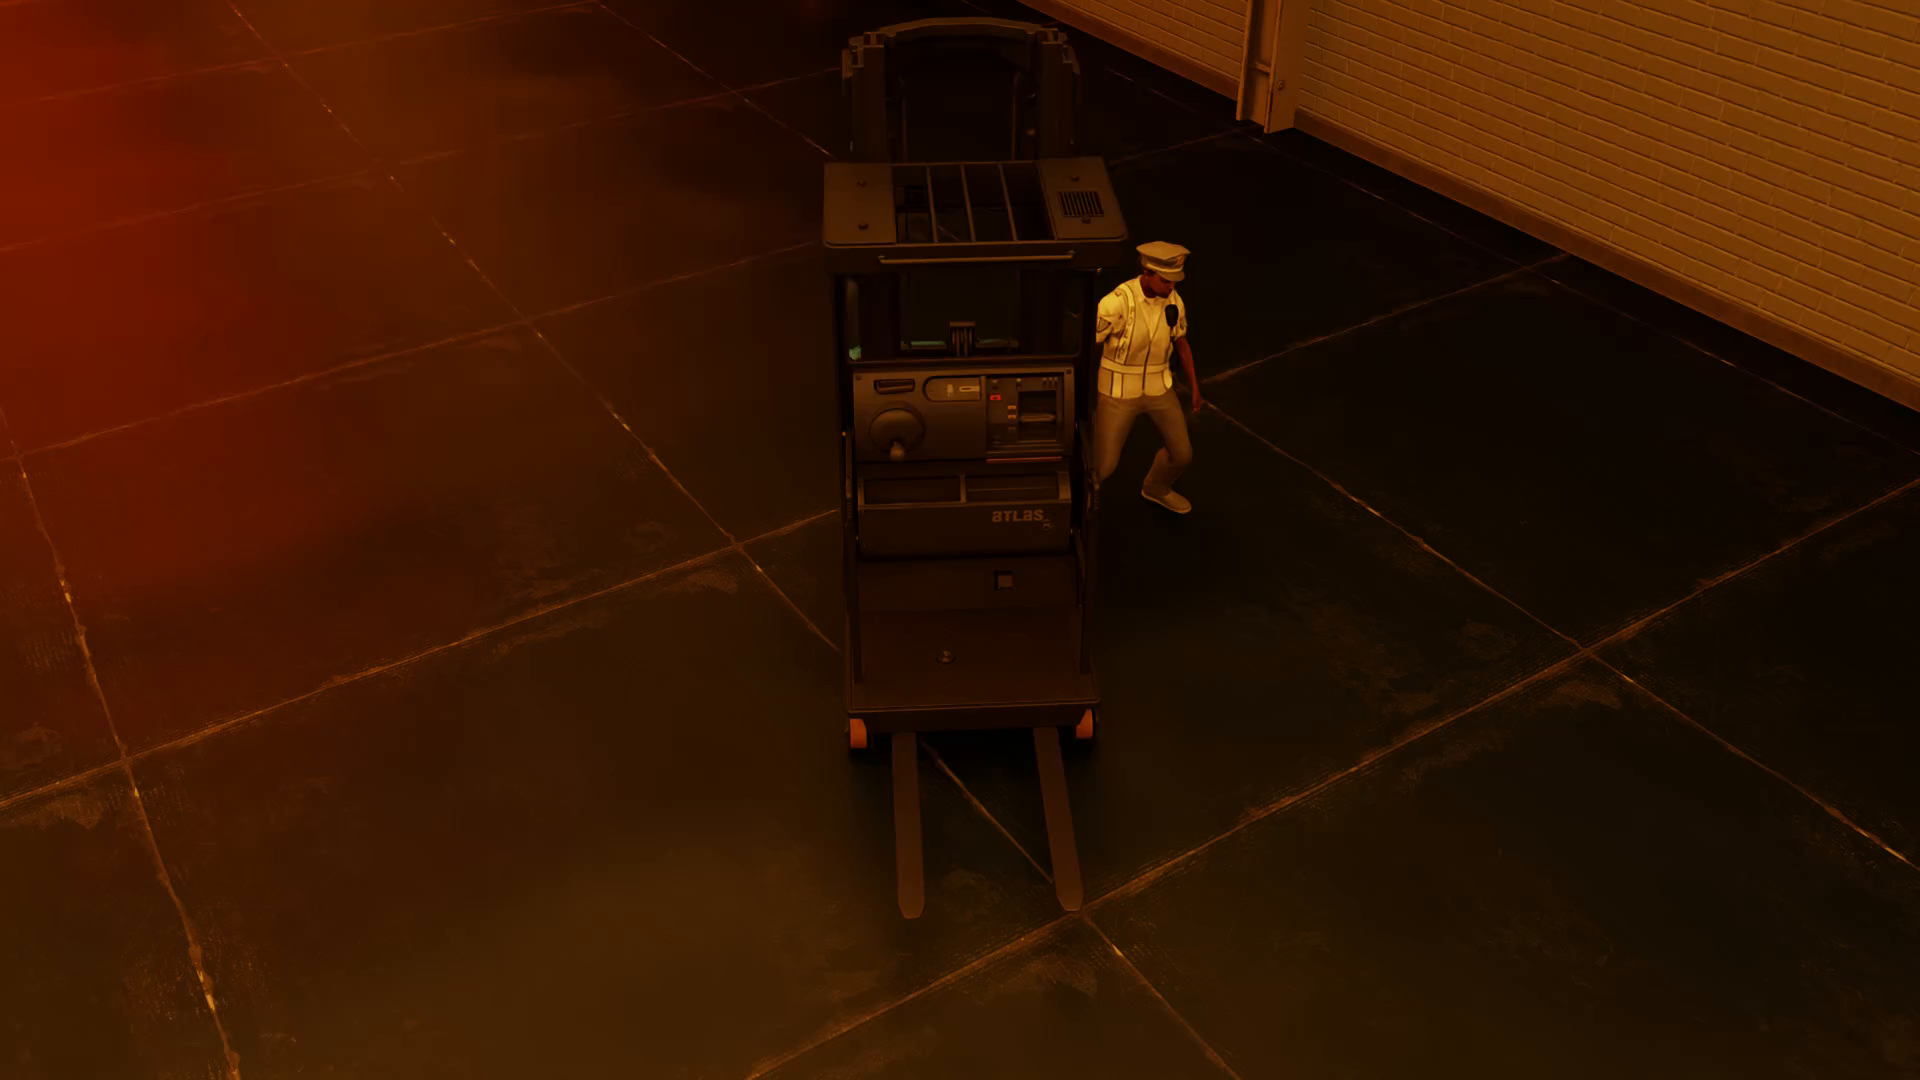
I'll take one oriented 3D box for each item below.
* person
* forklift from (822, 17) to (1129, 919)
[{"bbox_3d":[0.844,-0.784,8.453,0.799,1.589,0.467,-9,36,-12],"label":"person"},{"bbox_3d":[0.033,-0.468,6.814,1.130,2.935,3.031,-2,35,-3],"label":"forklift"}]
